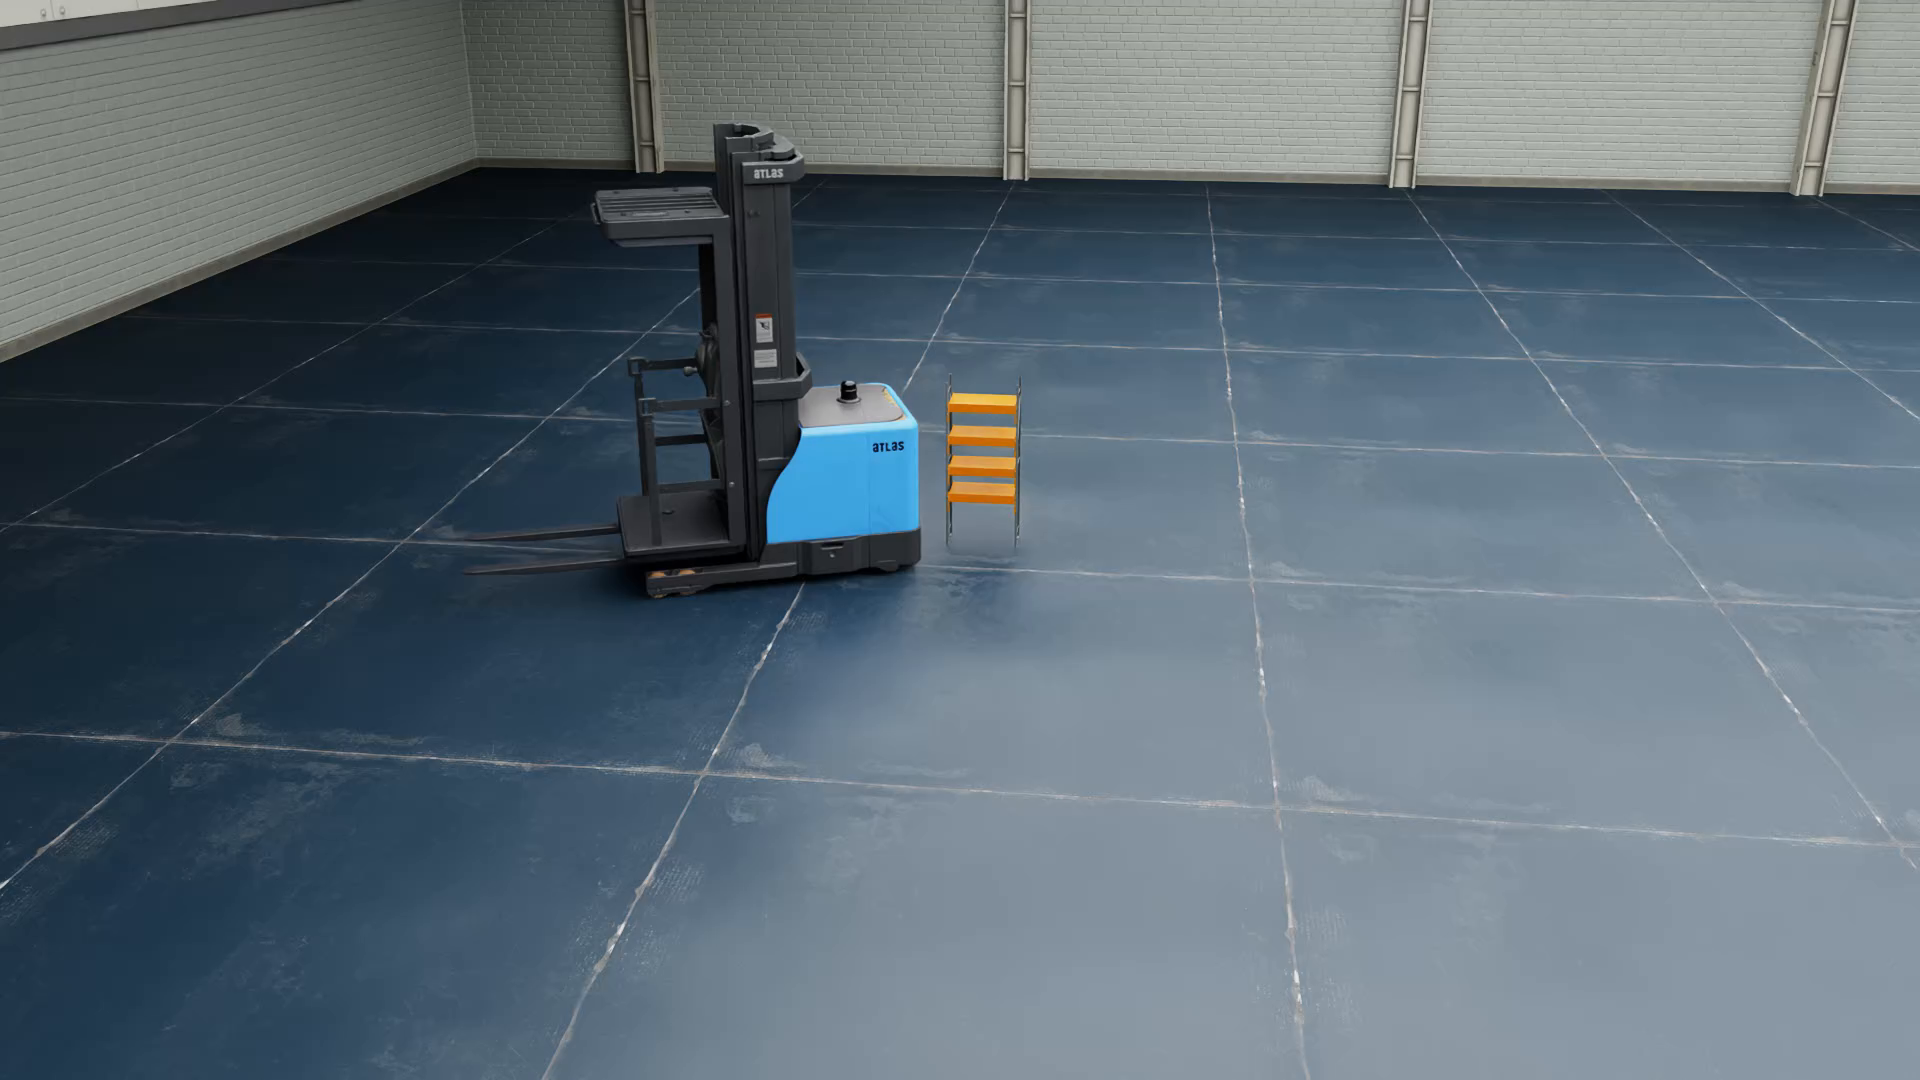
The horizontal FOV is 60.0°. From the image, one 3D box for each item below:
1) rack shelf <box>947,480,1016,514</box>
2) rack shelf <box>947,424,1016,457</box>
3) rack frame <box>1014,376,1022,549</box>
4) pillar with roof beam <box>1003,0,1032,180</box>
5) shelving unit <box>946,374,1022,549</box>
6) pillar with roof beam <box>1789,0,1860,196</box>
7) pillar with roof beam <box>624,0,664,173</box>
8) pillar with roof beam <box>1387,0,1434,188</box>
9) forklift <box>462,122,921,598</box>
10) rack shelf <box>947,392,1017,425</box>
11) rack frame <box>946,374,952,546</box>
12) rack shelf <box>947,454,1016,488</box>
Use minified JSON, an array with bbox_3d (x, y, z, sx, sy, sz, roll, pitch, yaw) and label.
[{"bbox_3d":[0.164,-0.304,11.799,0.480,0.148,0.258,2,22,6],"label":"rack shelf"},{"bbox_3d":[0.164,-0.696,11.644,0.480,0.148,0.258,2,22,6],"label":"rack shelf"},{"bbox_3d":[0.407,-0.540,11.674,0.015,1.200,0.240,2,22,6],"label":"rack frame"},{"bbox_3d":[0.391,-8.377,20.889,0.400,9.000,9.100,2,22,6],"label":"pillar with roof beam"},{"bbox_3d":[0.164,-0.551,11.701,0.503,1.200,0.258,2,22,6],"label":"shelving unit"},{"bbox_3d":[12.308,-7.858,19.576,0.400,9.000,9.100,2,22,6],"label":"pillar with roof beam"},{"bbox_3d":[-5.567,-8.637,21.546,0.400,9.000,9.100,2,22,6],"label":"pillar with roof beam"},{"bbox_3d":[6.350,-8.118,20.233,0.400,9.000,9.100,2,22,6],"label":"pillar with roof beam"},{"bbox_3d":[-1.841,-1.194,10.974,3.031,2.935,1.130,-5,22,-13],"label":"forklift"},{"bbox_3d":[0.164,-0.916,11.557,0.480,0.148,0.258,2,22,6],"label":"rack shelf"},{"bbox_3d":[-0.078,-0.561,11.728,0.015,1.200,0.240,2,22,6],"label":"rack frame"},{"bbox_3d":[0.164,-0.488,11.726,0.480,0.148,0.258,2,22,6],"label":"rack shelf"}]
